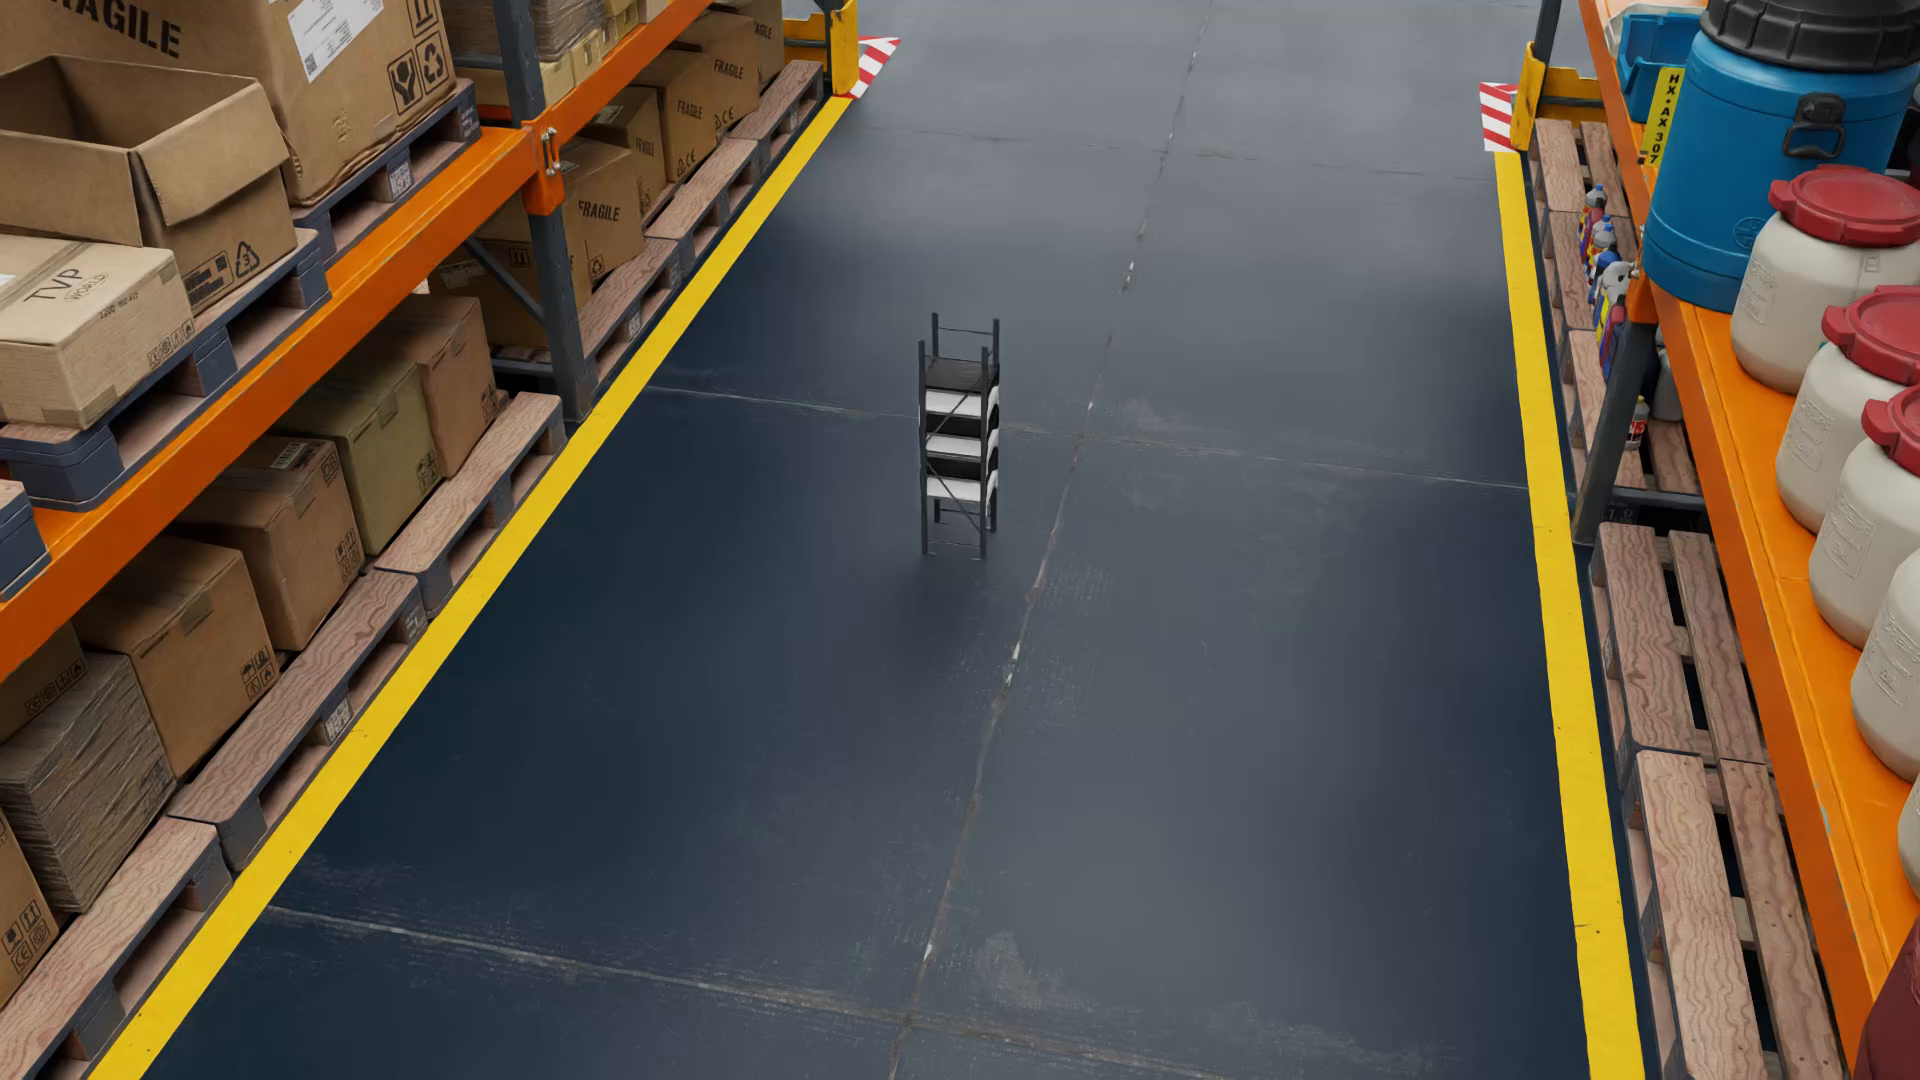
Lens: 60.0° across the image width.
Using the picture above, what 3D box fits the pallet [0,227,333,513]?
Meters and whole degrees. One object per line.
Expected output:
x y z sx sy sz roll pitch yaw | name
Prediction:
-2.519 -0.555 4.623 1.003 0.211 1.213 7 37 10 | pallet

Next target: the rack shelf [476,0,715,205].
-1.620 -2.641 7.951 1.077 0.370 4.000 7 37 10 | rack shelf

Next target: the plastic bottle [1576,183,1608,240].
2.954 -1.531 7.756 0.097 0.271 0.097 0 36 0 | plastic bottle

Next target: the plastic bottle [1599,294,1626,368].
2.683 -0.857 6.816 0.061 0.283 0.133 10 37 13 | plastic bottle

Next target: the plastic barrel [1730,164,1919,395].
2.373 -0.699 4.542 0.433 0.535 0.433 0 36 0 | plastic barrel

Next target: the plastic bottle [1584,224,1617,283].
2.860 -1.277 7.406 0.097 0.271 0.097 0 36 0 | plastic bottle

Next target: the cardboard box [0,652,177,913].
-2.672 0.635 4.572 0.700 0.500 0.500 4 36 6 | cardboard box

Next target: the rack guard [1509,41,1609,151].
3.676 -2.396 9.130 1.175 0.500 0.348 7 37 10 | rack guard

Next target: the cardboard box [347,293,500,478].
-2.199 -0.602 6.280 0.700 0.500 0.500 5 36 6 | cardboard box

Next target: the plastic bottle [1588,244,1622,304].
2.816 -1.161 7.246 0.097 0.271 0.097 0 36 0 | plastic bottle

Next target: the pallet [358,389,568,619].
-2.212 -0.210 6.360 1.003 0.211 1.213 7 37 10 | pallet

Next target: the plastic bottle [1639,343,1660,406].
2.648 -0.676 6.508 0.144 0.351 0.185 6 36 9 | plastic bottle

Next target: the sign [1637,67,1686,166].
2.257 -1.352 5.324 0.100 0.325 0.005 7 37 10 | sign

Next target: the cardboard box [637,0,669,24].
-1.477 -2.340 7.137 0.380 0.149 0.250 7 37 10 | cardboard box

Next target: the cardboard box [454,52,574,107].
-1.707 -1.769 6.349 0.380 0.149 0.250 7 37 10 | cardboard box

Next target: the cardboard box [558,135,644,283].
-1.808 -1.497 7.532 0.500 0.500 0.500 19 40 24 | cardboard box

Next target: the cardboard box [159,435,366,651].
-2.439 -0.010 5.463 0.700 0.500 0.500 4 36 6 | cardboard box

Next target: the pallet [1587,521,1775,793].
2.662 0.420 5.491 1.003 0.211 1.213 7 37 10 | pallet

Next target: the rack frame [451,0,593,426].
-2.047 -1.785 6.157 1.000 3.000 0.127 7 37 10 | rack frame

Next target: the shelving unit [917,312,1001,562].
-0.002 -0.360 5.979 0.258 0.900 0.210 7 37 10 | shelving unit

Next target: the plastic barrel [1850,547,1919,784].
2.038 0.225 3.288 0.421 0.512 0.421 0 36 0 | plastic barrel

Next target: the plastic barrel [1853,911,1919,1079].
1.740 0.769 2.516 0.600 0.536 0.708 7 37 10 | plastic barrel

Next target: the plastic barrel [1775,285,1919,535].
2.216 -0.278 3.962 0.433 0.535 0.433 0 36 0 | plastic barrel

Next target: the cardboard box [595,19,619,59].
-1.615 -2.058 6.747 0.380 0.149 0.250 7 37 10 | cardboard box

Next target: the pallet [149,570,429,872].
-2.470 0.492 5.392 1.003 0.211 1.213 7 37 10 | pallet

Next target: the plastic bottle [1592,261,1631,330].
2.796 -1.033 7.065 0.152 0.276 0.135 8 37 11 | plastic bottle

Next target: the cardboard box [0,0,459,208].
-2.353 -1.760 5.254 1.000 1.000 1.000 8 37 10 | cardboard box

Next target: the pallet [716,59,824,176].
-1.417 -2.445 9.443 1.003 0.211 1.213 7 37 10 | pallet

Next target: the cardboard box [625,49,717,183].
-1.589 -2.177 8.470 0.500 0.500 0.500 11 37 14 | cardboard box

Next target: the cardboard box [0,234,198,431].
-2.319 -0.534 4.200 0.500 0.250 0.500 6 36 9 | cardboard box

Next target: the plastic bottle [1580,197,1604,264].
2.888 -1.408 7.577 0.061 0.283 0.133 8 37 11 | plastic bottle

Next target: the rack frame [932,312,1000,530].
0.020 -0.418 6.060 0.240 0.900 0.006 7 37 10 | rack frame

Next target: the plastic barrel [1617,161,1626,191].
3.473 -1.946 8.141 0.421 0.512 0.421 0 36 0 | plastic barrel

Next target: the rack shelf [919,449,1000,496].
-0.002 -0.260 6.052 0.258 0.077 0.200 7 37 10 | rack shelf

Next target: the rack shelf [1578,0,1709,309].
3.219 -2.020 7.094 1.077 0.370 4.000 7 37 10 | rack shelf

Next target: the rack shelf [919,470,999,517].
-0.002 -0.187 6.105 0.258 0.077 0.200 7 37 10 | rack shelf

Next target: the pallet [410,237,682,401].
-1.938 -1.046 7.513 1.003 0.211 1.213 7 37 10 | pallet

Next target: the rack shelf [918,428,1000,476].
-0.002 -0.333 5.999 0.258 0.077 0.200 7 37 10 | rack shelf

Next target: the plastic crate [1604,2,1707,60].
2.891 -2.021 6.706 0.530 0.136 0.437 7 37 10 | plastic crate

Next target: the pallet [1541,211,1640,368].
3.234 -1.117 7.611 1.003 0.211 1.213 7 37 10 | pallet

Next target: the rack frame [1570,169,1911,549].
2.792 -1.165 5.301 1.000 3.000 0.127 7 37 10 | rack frame

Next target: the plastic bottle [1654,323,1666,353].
2.839 -0.751 6.676 0.152 0.276 0.135 7 37 10 | plastic bottle

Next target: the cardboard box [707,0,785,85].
-1.342 -2.881 9.441 0.500 0.500 0.500 14 38 19 | cardboard box

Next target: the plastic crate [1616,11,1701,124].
2.763 -1.773 6.267 0.499 0.251 0.616 7 37 10 | plastic crate

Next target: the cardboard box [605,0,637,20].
-1.749 -2.479 6.776 0.875 0.500 0.500 7 37 10 | cardboard box
